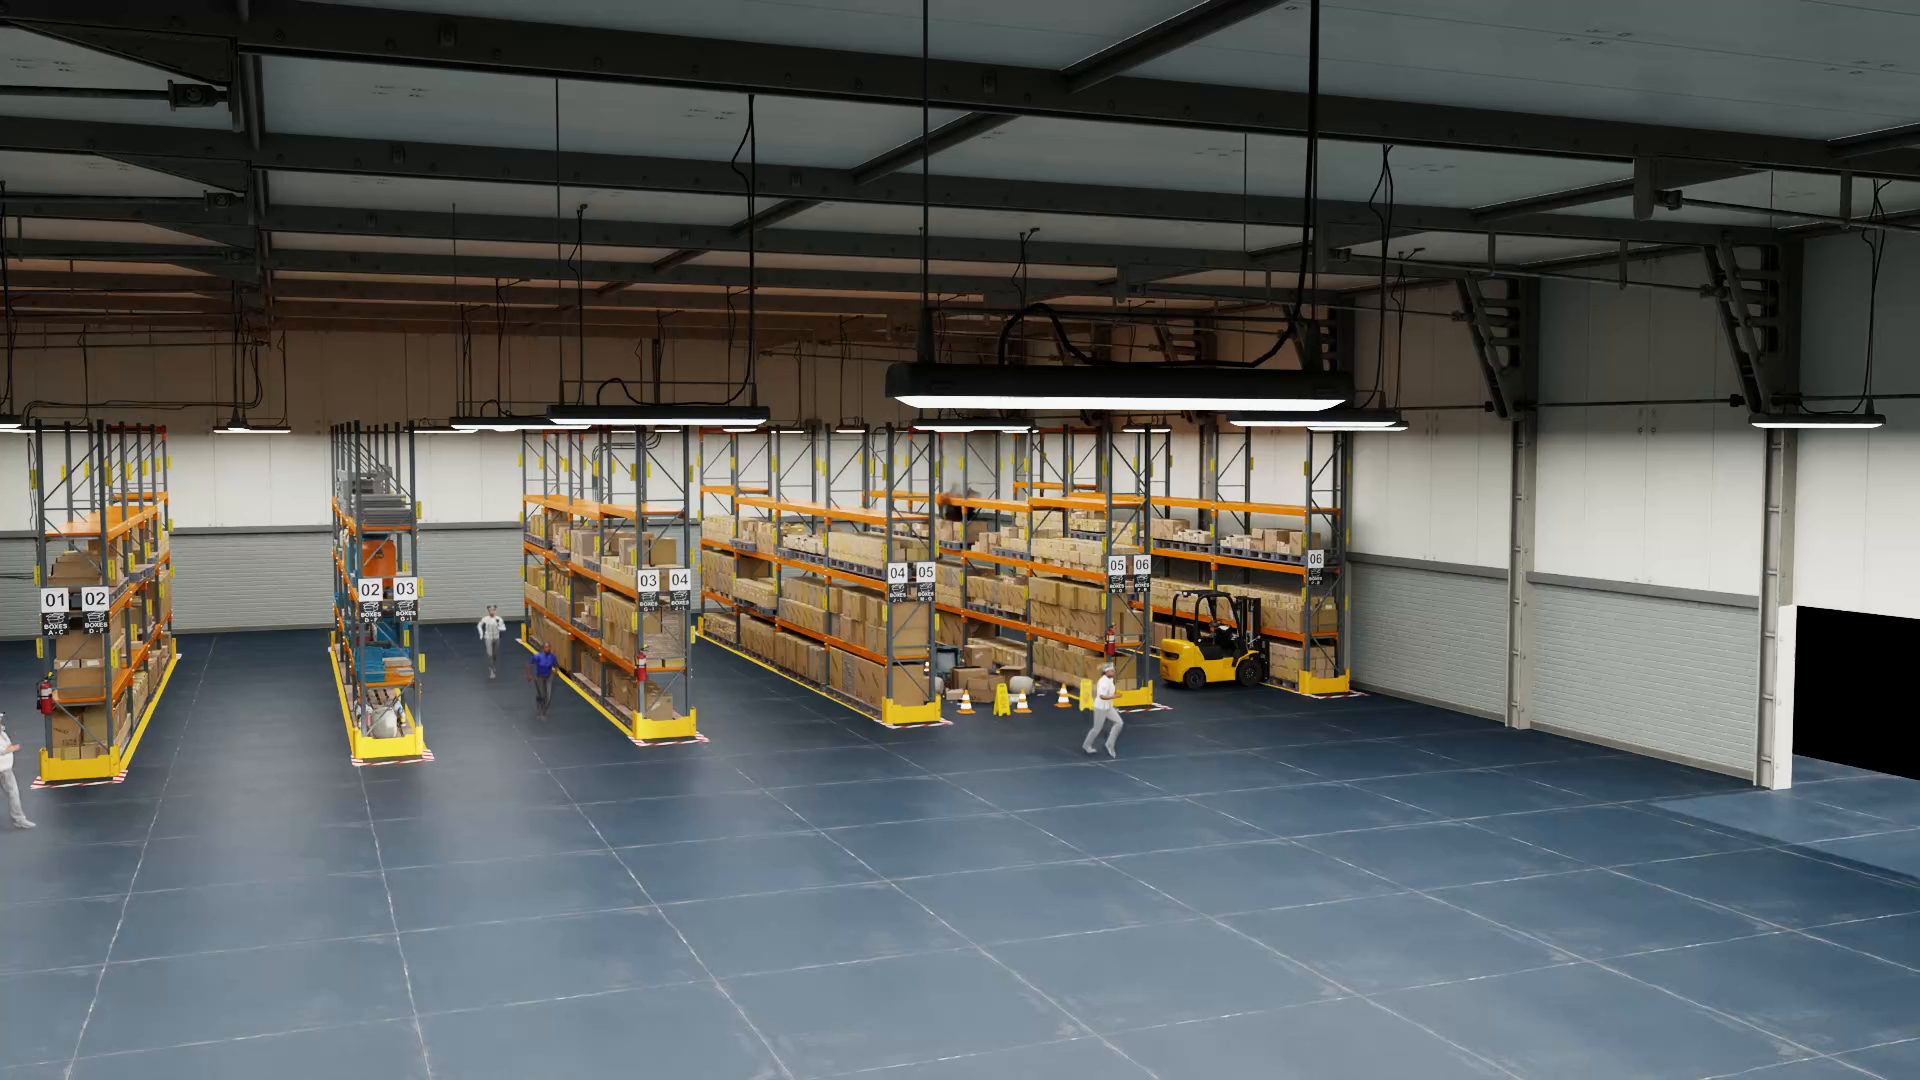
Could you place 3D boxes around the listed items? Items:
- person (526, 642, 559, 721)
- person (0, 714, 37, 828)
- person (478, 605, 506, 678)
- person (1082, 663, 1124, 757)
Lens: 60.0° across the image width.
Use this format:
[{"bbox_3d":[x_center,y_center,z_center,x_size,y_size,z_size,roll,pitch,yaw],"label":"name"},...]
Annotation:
[{"bbox_3d":[-8.376,2.854,33.469,0.615,1.595,0.643,-2,4,-32],"label":"person"},{"bbox_3d":[-13.896,3.308,23.988,0.972,1.758,0.662,0,4,-3],"label":"person"},{"bbox_3d":[-11.121,2.383,39.571,0.604,1.705,0.896,-2,4,-26],"label":"person"},{"bbox_3d":[2.568,3.027,29.740,0.816,1.703,0.601,2,4,29],"label":"person"}]
